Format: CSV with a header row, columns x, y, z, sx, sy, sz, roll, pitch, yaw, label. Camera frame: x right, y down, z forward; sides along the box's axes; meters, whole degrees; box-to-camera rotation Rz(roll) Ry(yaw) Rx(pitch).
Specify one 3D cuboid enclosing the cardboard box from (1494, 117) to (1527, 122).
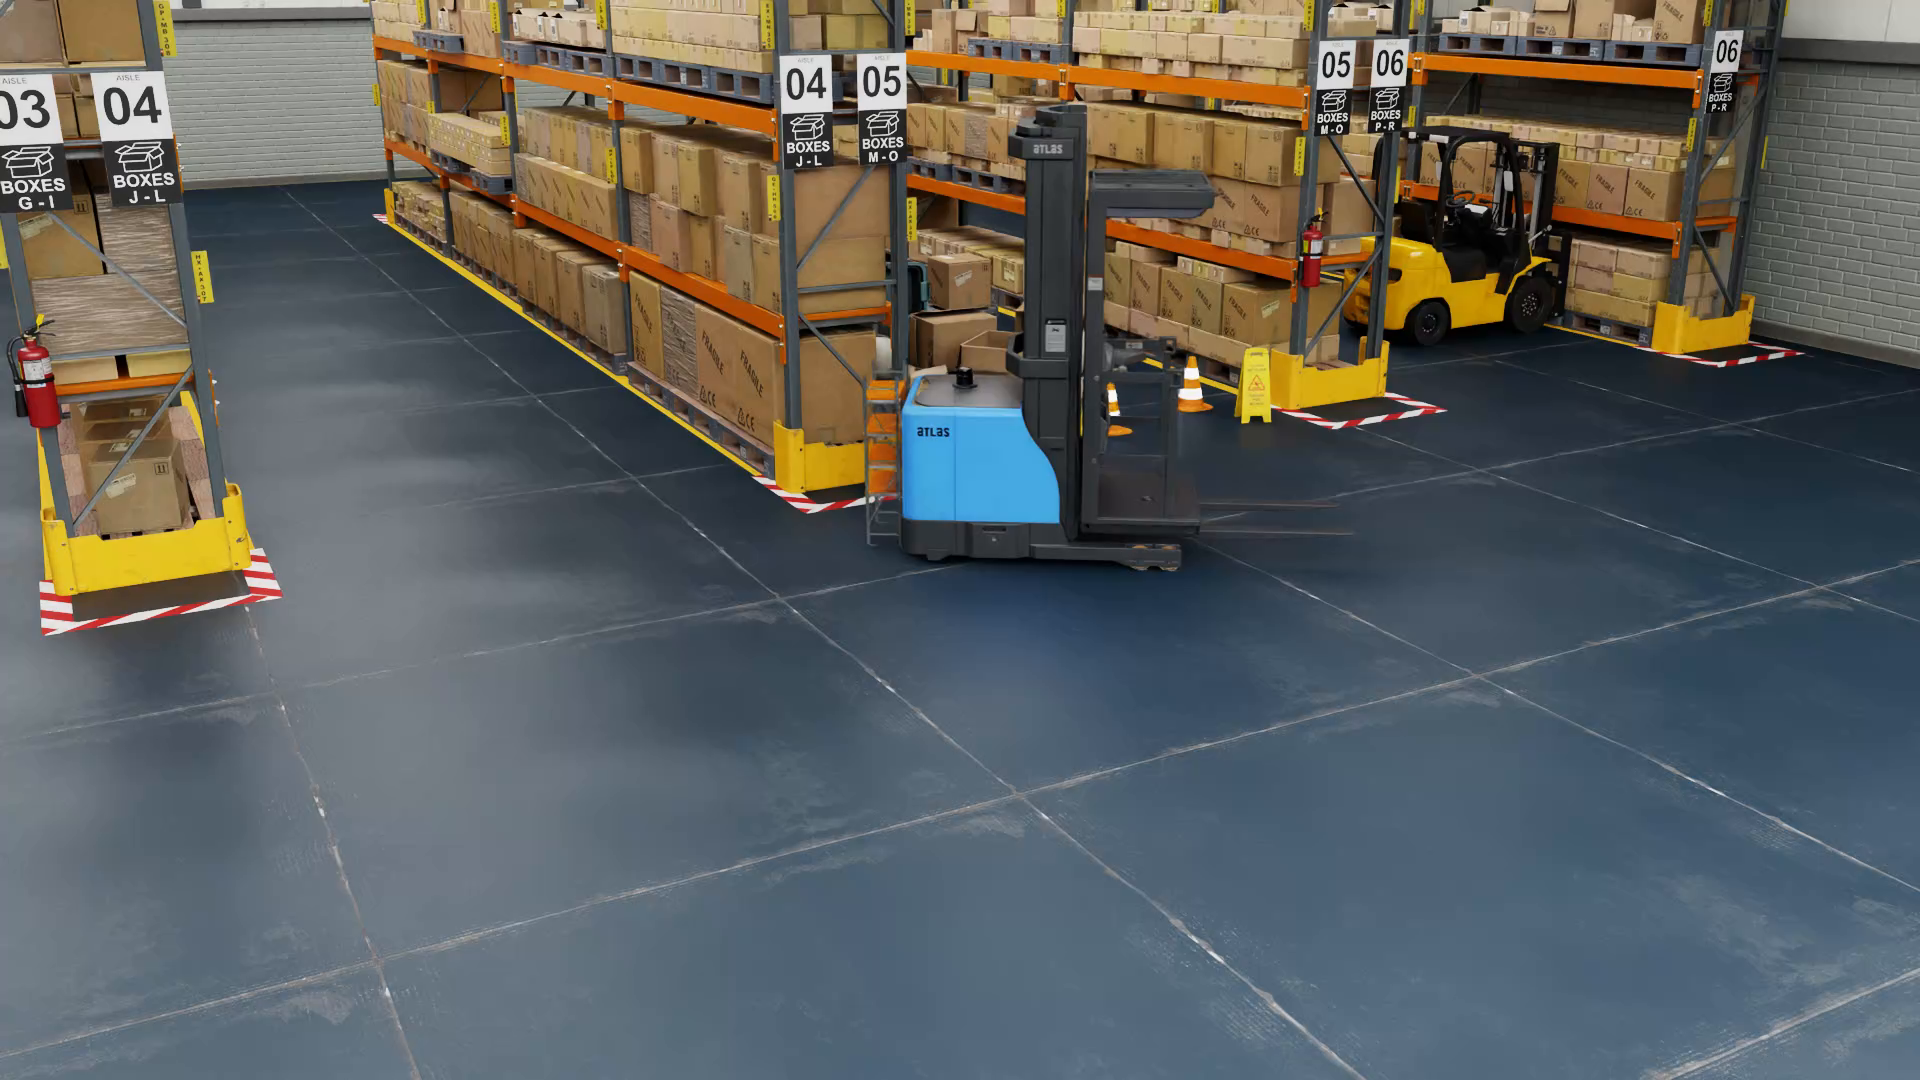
x,y,z,sx,sy,sz,roll,pitch,yaw,label
6.545,-4.922,19.692,0.380,0.149,0.250,-10,22,-27,cardboard box

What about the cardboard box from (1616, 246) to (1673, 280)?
x,y,z,sx,sy,sz,roll,pitch,yaw,label
7.314,-2.931,17.566,0.500,0.250,0.500,-9,21,-25,cardboard box

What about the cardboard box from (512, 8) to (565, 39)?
x,y,z,sx,sy,sz,roll,pitch,yaw,label
-4.517,-5.587,17.964,0.500,0.311,0.500,-10,21,-27,cardboard box

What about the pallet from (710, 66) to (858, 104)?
x,y,z,sx,sy,sz,roll,pitch,yaw,label
-1.229,-3.498,12.707,1.003,0.211,1.213,-10,21,-27,pallet

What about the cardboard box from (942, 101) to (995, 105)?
x,y,z,sx,sy,sz,roll,pitch,yaw,label
0.102,-5.302,21.144,0.500,0.500,0.500,-11,22,-28,cardboard box

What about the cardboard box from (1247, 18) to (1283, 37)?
x,y,z,sx,sy,sz,roll,pitch,yaw,label
2.794,-4.584,14.881,0.380,0.149,0.250,-10,22,-27,cardboard box

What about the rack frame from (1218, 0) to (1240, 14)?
x,y,z,sx,sy,sz,roll,pitch,yaw,label
4.008,-8.608,22.783,1.000,3.000,0.127,-10,21,-27,rack frame

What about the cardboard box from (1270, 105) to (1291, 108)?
x,y,z,sx,sy,sz,roll,pitch,yaw,label
4.563,-6.007,23.292,0.380,0.149,0.250,-9,21,-25,cardboard box

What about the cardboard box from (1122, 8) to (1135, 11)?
x,y,z,sx,sy,sz,roll,pitch,yaw,label
2.653,-7.881,24.862,0.380,0.149,0.250,-9,21,-25,cardboard box

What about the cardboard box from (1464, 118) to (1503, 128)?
x,y,z,sx,sy,sz,roll,pitch,yaw,label
6.131,-4.848,19.480,0.380,0.149,0.250,-10,22,-28,cardboard box

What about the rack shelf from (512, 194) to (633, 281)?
x,y,z,sx,sy,sz,roll,pitch,yaw,label
-3.717,-3.293,17.678,1.077,0.370,4.000,-10,21,-27,rack shelf

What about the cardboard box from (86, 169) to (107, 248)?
x,y,z,sx,sy,sz,roll,pitch,yaw,label
-5.772,-2.320,11.613,0.500,0.500,0.500,-10,21,-27,cardboard box

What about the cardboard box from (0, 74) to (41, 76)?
x,y,z,sx,sy,sz,roll,pitch,yaw,label
-5.687,-2.738,9.988,0.380,0.149,0.250,-10,21,-27,cardboard box

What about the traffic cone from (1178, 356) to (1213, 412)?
x,y,z,sx,sy,sz,roll,pitch,yaw,label
2.101,-1.431,15.068,0.336,0.463,0.334,-10,21,-27,traffic cone

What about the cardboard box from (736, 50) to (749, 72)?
x,y,z,sx,sy,sz,roll,pitch,yaw,label
-1.443,-3.571,12.370,0.380,0.149,0.250,-10,21,-26,cardboard box

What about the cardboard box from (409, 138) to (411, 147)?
x,y,z,sx,sy,sz,roll,pitch,yaw,label
-7.815,-5.801,24.229,0.380,0.149,0.250,-9,21,-25,cardboard box

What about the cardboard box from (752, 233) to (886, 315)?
x,y,z,sx,sy,sz,roll,pitch,yaw,label
-1.084,-2.081,12.833,0.875,0.550,0.550,-10,21,-27,cardboard box

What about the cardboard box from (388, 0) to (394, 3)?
x,y,z,sx,sy,sz,roll,pitch,yaw,label
-7.971,-7.764,23.787,0.380,0.149,0.250,-9,21,-25,cardboard box

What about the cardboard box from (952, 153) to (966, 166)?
x,y,z,sx,sy,sz,roll,pitch,yaw,label
0.122,-4.649,20.247,0.380,0.149,0.250,-9,21,-23,cardboard box

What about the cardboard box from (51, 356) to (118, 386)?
x,y,z,sx,sy,sz,roll,pitch,yaw,label
-5.598,-1.102,10.612,0.380,0.149,0.250,-10,21,-27,cardboard box

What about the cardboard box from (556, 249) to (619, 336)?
x,y,z,sx,sy,sz,roll,pitch,yaw,label
-3.596,-2.635,17.476,1.050,0.750,0.750,-10,21,-27,cardboard box

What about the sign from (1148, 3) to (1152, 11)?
x,y,z,sx,sy,sz,roll,pitch,yaw,label
2.015,-5.603,17.879,0.100,0.325,0.005,-10,21,-27,sign

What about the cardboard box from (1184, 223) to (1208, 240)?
x,y,z,sx,sy,sz,roll,pitch,yaw,label
2.406,-3.018,16.164,0.380,0.149,0.250,-10,22,-27,cardboard box

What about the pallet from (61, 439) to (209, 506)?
x,y,z,sx,sy,sz,roll,pitch,yaw,label
-6.247,-0.463,12.650,1.003,0.211,1.213,-10,21,-27,pallet

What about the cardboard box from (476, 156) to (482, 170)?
x,y,z,sx,sy,sz,roll,pitch,yaw,label
-5.544,-4.502,19.822,0.380,0.149,0.250,-10,21,-26,cardboard box

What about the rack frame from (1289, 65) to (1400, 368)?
x,y,z,sx,sy,sz,roll,pitch,yaw,label
3.441,-2.706,14.875,1.000,3.000,0.127,-10,21,-27,rack frame

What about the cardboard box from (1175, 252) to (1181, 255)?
x,y,z,sx,sy,sz,roll,pitch,yaw,label
2.301,-2.834,17.666,0.500,0.500,0.500,-10,21,-26,cardboard box

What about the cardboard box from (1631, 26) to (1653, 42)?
x,y,z,sx,sy,sz,roll,pitch,yaw,label
7.146,-5.212,17.126,0.380,0.149,0.250,-11,22,-28,cardboard box

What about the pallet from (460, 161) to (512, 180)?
x,y,z,sx,sy,sz,roll,pitch,yaw,label
-5.643,-4.678,20.884,1.003,0.211,1.213,-10,21,-27,pallet

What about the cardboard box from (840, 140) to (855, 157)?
x,y,z,sx,sy,sz,roll,pitch,yaw,label
-1.308,-5.328,22.703,0.500,0.250,0.500,-10,22,-27,cardboard box

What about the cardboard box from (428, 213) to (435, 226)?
x,y,z,sx,sy,sz,roll,pitch,yaw,label
-7.278,-4.538,23.454,0.380,0.149,0.250,-11,22,-29,cardboard box

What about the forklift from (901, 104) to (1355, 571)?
x,y,z,sx,sy,sz,roll,pitch,yaw,label
1.144,-1.358,11.074,3.031,2.935,1.130,1,19,4,forklift

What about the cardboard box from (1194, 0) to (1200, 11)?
x,y,z,sx,sy,sz,roll,pitch,yaw,label
3.553,-7.593,23.603,0.380,0.149,0.250,-11,22,-28,cardboard box

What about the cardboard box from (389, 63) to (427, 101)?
x,y,z,sx,sy,sz,roll,pitch,yaw,label
-8.013,-6.697,24.300,0.500,0.500,0.500,-11,22,-28,cardboard box

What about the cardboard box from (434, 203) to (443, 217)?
x,y,z,sx,sy,sz,roll,pitch,yaw,label
-7.120,-4.616,23.226,0.380,0.149,0.250,-10,21,-26,cardboard box

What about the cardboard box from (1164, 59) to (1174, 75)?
x,y,z,sx,sy,sz,roll,pitch,yaw,label
2.206,-4.583,16.100,0.380,0.149,0.250,-10,21,-26,cardboard box

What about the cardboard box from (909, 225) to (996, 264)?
x,y,z,sx,sy,sz,roll,pitch,yaw,label
-0.099,-3.795,21.416,0.950,0.372,0.625,-12,22,-30,cardboard box

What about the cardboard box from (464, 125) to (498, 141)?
x,y,z,sx,sy,sz,roll,pitch,yaw,label
-5.784,-4.931,20.153,0.380,0.149,0.250,-10,21,-27,cardboard box

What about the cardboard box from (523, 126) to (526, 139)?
x,y,z,sx,sy,sz,roll,pitch,yaw,label
-5.083,-4.955,20.220,0.380,0.149,0.250,-11,22,-29,cardboard box

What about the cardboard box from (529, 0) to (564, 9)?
x,y,z,sx,sy,sz,roll,pitch,yaw,label
-4.861,-6.341,19.483,0.396,0.266,0.258,-10,21,-27,cardboard box

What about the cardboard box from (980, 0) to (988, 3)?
x,y,z,sx,sy,sz,roll,pitch,yaw,label
0.675,-9.336,28.497,0.500,0.250,0.500,-10,22,-27,cardboard box

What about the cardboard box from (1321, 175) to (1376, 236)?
x,y,z,sx,sy,sz,roll,pitch,yaw,label
3.460,-3.073,15.329,0.500,0.500,0.500,-10,22,-27,cardboard box

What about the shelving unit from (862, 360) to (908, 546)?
x,y,z,sx,sy,sz,roll,pitch,yaw,label
-0.510,-0.608,11.550,0.258,1.200,0.503,1,19,4,shelving unit

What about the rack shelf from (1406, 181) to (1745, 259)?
x,y,z,sx,sy,sz,roll,pitch,yaw,label
6.857,-3.710,18.888,1.077,0.370,4.000,-10,21,-27,rack shelf

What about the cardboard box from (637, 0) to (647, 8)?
x,y,z,sx,sy,sz,roll,pitch,yaw,label
-2.531,-4.605,14.145,0.380,0.149,0.250,-10,22,-28,cardboard box

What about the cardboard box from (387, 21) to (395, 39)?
x,y,z,sx,sy,sz,roll,pitch,yaw,label
-7.975,-7.384,24.064,0.500,0.250,0.500,-11,22,-28,cardboard box

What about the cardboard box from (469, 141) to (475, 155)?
x,y,z,sx,sy,sz,roll,pitch,yaw,label
-5.676,-4.722,20.002,0.380,0.149,0.250,-10,21,-27,cardboard box

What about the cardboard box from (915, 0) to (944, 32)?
x,y,z,sx,sy,sz,roll,pitch,yaw,label
-0.670,-6.753,21.202,0.797,0.503,0.637,-11,22,-30,cardboard box

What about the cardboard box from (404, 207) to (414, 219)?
x,y,z,sx,sy,sz,roll,pitch,yaw,label
-8.153,-4.931,25.050,0.380,0.149,0.250,-10,21,-26,cardboard box

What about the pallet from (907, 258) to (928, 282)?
x,y,z,sx,sy,sz,roll,pitch,yaw,label
0.011,-3.460,21.335,1.003,0.211,1.213,-10,21,-27,pallet

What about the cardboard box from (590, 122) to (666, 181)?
x,y,z,sx,sy,sz,roll,pitch,yaw,label
-3.254,-3.868,16.555,0.700,0.500,0.500,-10,22,-28,cardboard box

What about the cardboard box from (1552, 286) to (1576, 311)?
x,y,z,sx,sy,sz,roll,pitch,yaw,label
6.849,-2.750,18.574,0.500,0.250,0.500,-10,21,-26,cardboard box

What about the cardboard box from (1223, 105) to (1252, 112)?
x,y,z,sx,sy,sz,roll,pitch,yaw,label
3.900,-5.989,23.242,0.380,0.149,0.250,-9,21,-25,cardboard box

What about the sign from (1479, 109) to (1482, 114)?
x,y,z,sx,sy,sz,roll,pitch,yaw,label
6.395,-5.157,20.530,0.100,0.325,0.005,-10,21,-27,sign

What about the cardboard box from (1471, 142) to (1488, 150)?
x,y,z,sx,sy,sz,roll,pitch,yaw,label
6.152,-4.619,19.271,0.380,0.149,0.250,-9,21,-25,cardboard box

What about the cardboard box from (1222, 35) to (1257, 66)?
x,y,z,sx,sy,sz,roll,pitch,yaw,label
2.734,-4.446,15.092,0.500,0.250,0.500,-10,22,-27,cardboard box
